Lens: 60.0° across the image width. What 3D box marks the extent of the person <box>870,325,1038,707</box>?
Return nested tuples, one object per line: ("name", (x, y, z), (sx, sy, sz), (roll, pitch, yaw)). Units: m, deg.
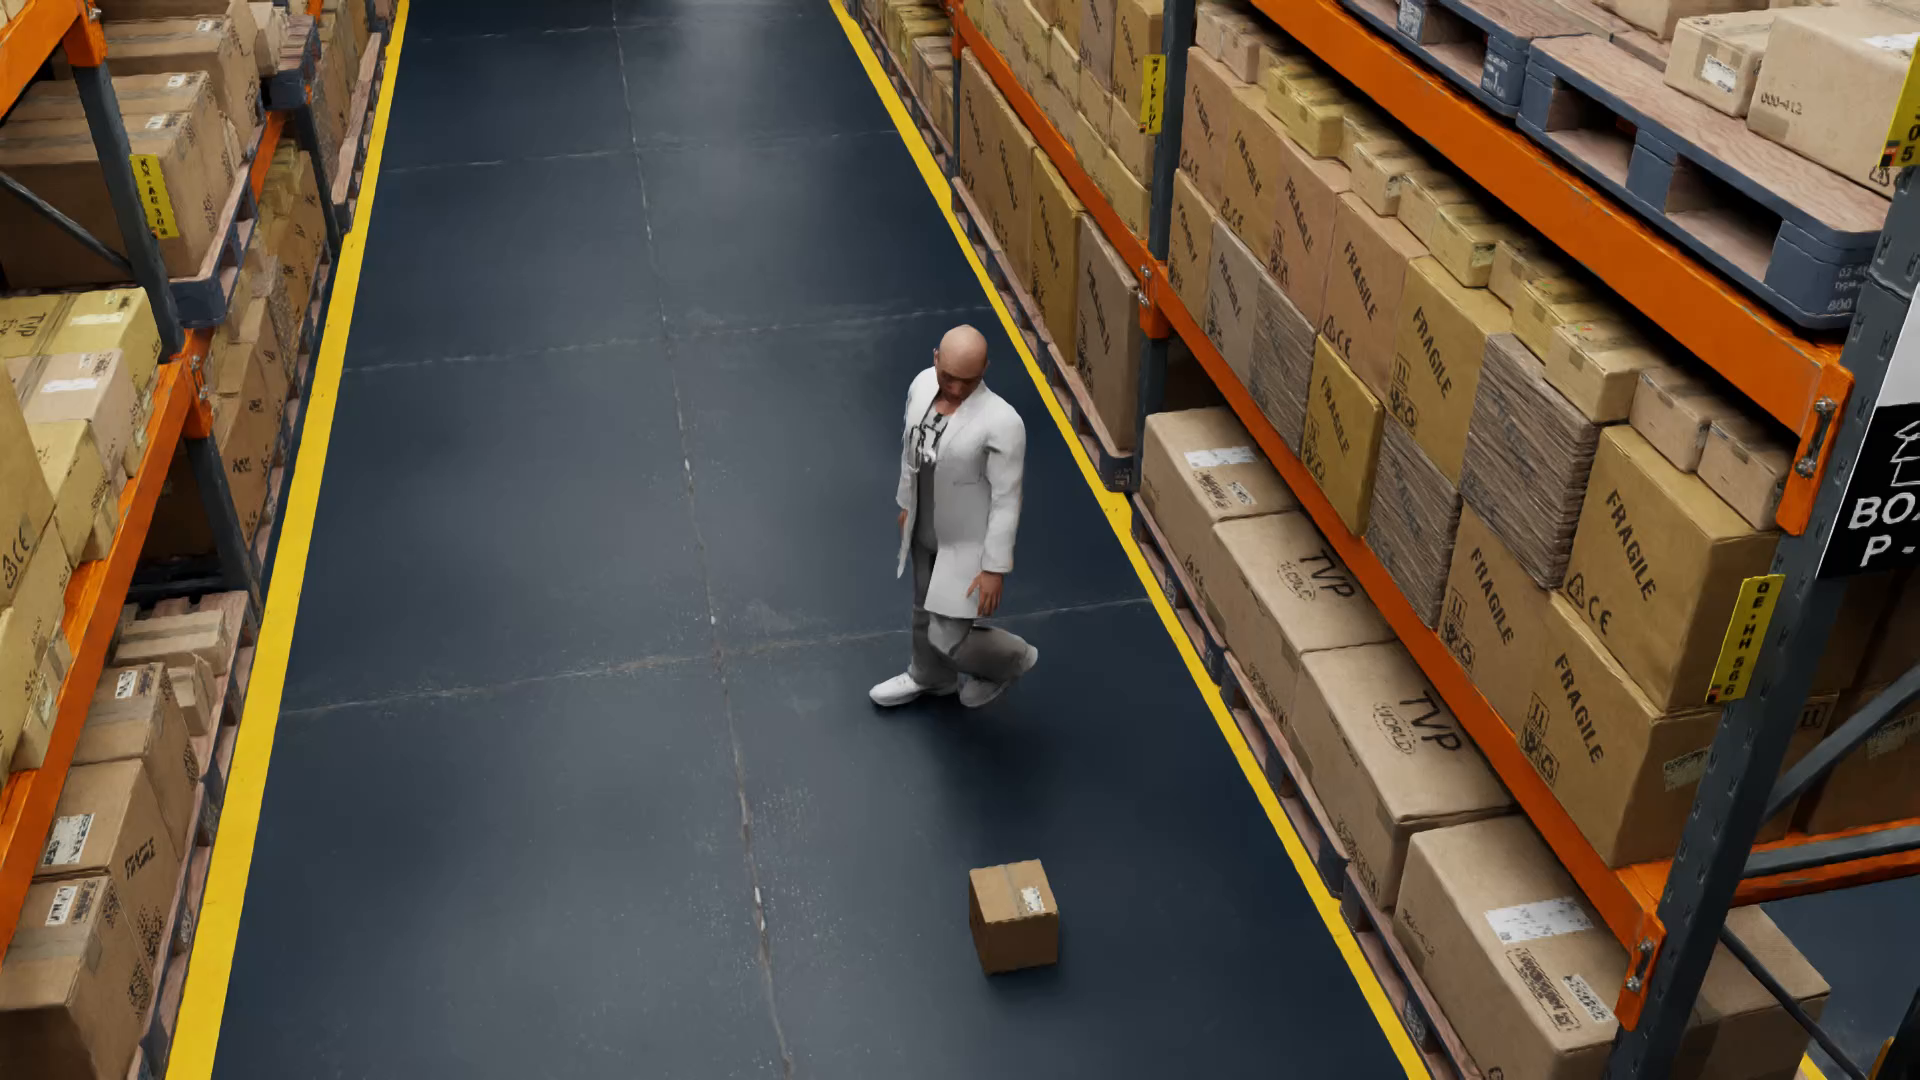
("person", (0.018, -0.029, 6.181), (0.565, 1.762, 0.653), (-23, 40, -31))
